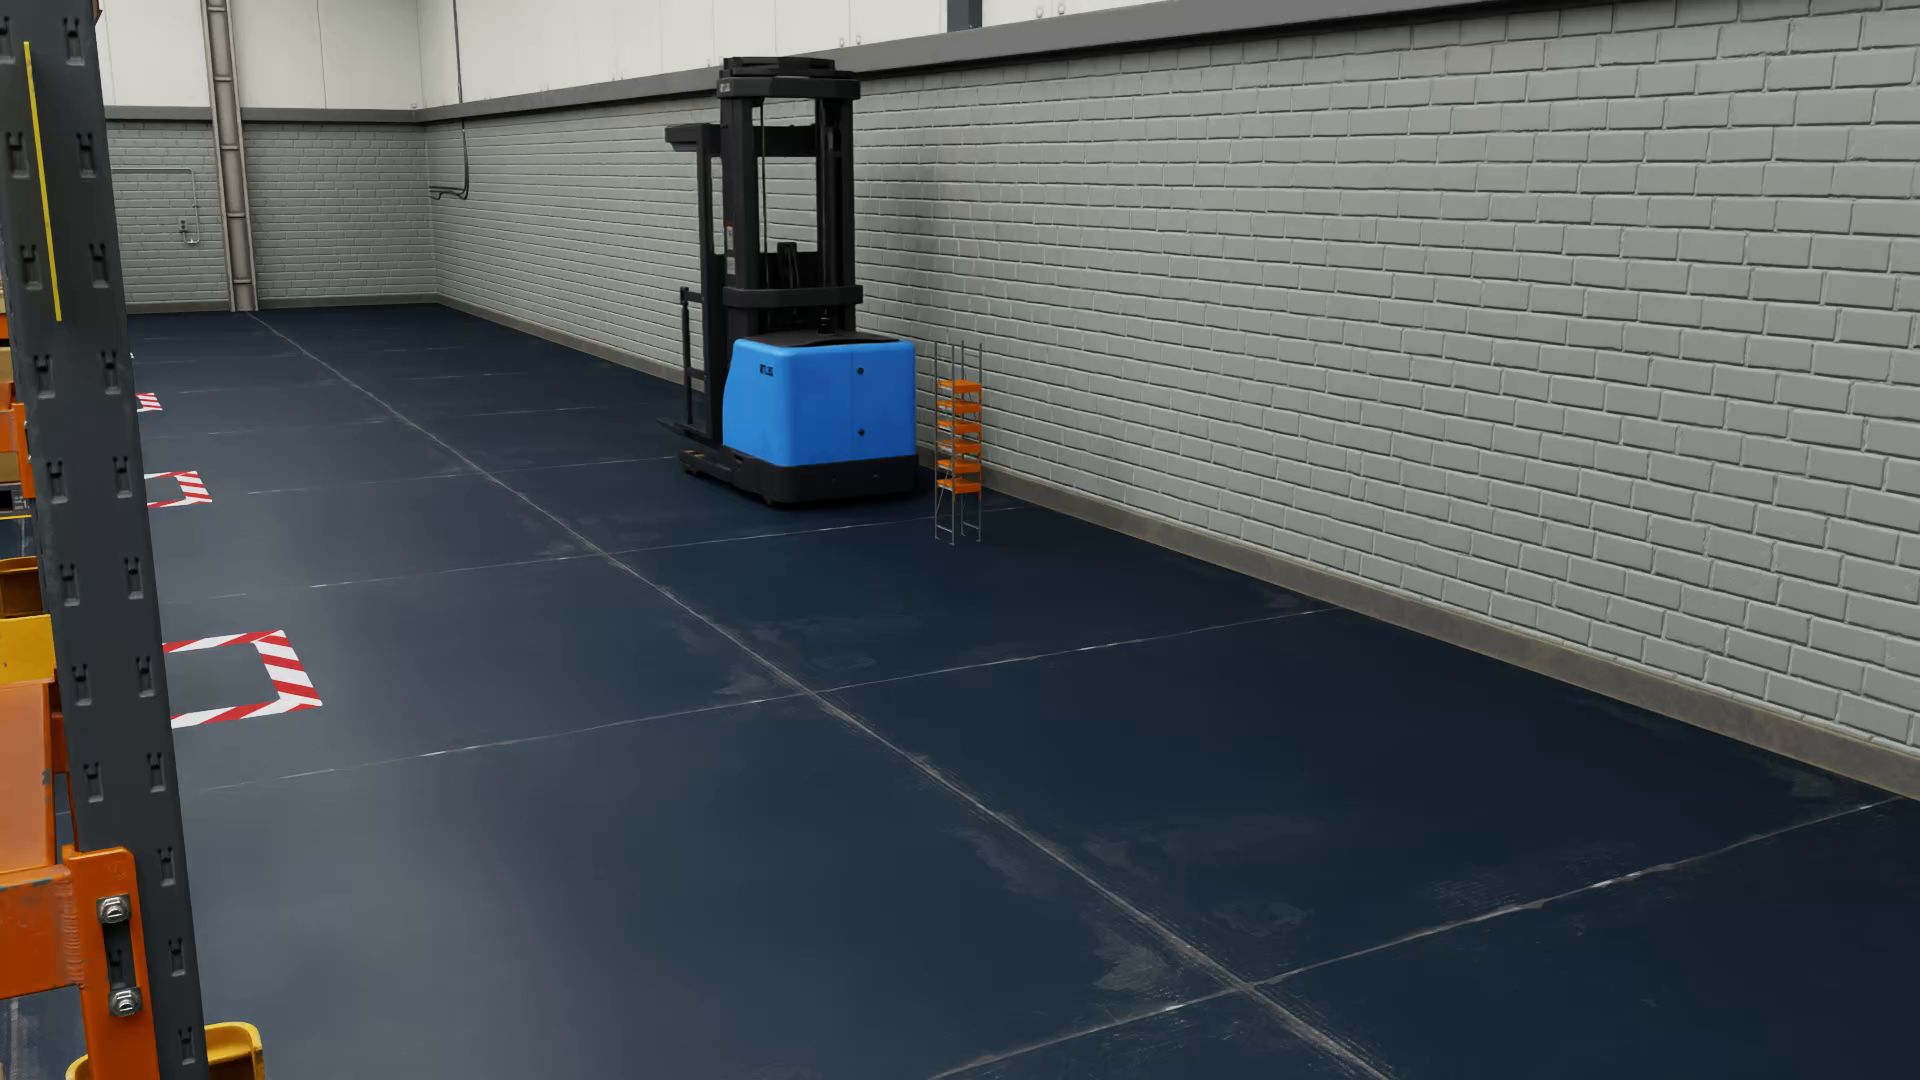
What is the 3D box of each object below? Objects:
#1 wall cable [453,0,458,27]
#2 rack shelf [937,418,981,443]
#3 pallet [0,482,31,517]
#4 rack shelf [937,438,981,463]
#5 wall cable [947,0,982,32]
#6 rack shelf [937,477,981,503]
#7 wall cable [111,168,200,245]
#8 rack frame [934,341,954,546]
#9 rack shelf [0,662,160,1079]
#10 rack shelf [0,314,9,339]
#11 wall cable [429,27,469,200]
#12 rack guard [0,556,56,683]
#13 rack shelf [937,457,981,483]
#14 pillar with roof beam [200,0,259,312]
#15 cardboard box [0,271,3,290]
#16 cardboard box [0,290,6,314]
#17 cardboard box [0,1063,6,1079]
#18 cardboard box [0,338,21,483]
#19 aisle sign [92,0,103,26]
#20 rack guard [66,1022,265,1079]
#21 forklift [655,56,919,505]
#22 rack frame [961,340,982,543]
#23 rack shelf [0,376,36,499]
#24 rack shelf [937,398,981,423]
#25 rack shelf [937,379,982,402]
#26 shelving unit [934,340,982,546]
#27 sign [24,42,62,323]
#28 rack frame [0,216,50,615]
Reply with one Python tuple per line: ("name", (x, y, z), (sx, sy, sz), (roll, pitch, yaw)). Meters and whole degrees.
("wall cable", (-6.794, -8.510, 22.995), (0.112, 2.526, 3.097), (-7, 14, -28))
("rack shelf", (-0.013, -0.658, 9.954), (0.180, 0.103, 0.258), (-7, 14, -28))
("pallet", (-6.770, -0.306, 10.987), (1.213, 0.211, 1.003), (-7, 14, -28))
("rack shelf", (-0.013, -0.540, 9.980), (0.180, 0.103, 0.258), (-7, 14, -28))
("wall cable", (0.509, -6.192, 9.801), (0.120, 5.999, 2.277), (-7, 14, -28))
("rack shelf", (-0.013, -0.306, 10.033), (0.180, 0.103, 0.258), (-7, 14, -28))
("wall cable", (-12.555, -5.442, 25.143), (1.851, 1.984, 0.084), (-7, 14, -28))
("rack frame", (-0.093, -0.574, 9.928), (0.006, 1.200, 0.240), (-7, 14, -28))
("rack shelf", (-3.113, 0.706, 1.780), (4.000, 0.370, 1.077), (-7, 14, -28))
("rack shelf", (-7.861, -1.204, 10.266), (4.000, 0.370, 1.077), (-7, 14, -28))
("wall cable", (-8.090, -6.567, 25.867), (0.112, 2.526, 3.097), (-7, 14, -28))
("rack guard", (-3.884, 0.429, 7.066), (0.348, 0.500, 1.175), (-7, 14, -28))
("rack shelf", (-0.013, -0.423, 10.007), (0.180, 0.103, 0.258), (-7, 14, -28))
("pillar with roof beam", (-9.207, -7.177, 21.504), (0.400, 9.000, 9.100), (-7, 14, -28))
("cardboard box", (-6.404, -1.735, 10.652), (0.500, 0.250, 0.500), (-7, 15, -29))
("cardboard box", (-6.260, -1.542, 10.701), (0.250, 0.149, 0.380), (-7, 14, -27))
("cardboard box", (-1.888, 1.278, 2.476), (0.875, 0.438, 0.875), (-7, 15, -30))
("cardboard box", (-6.629, -0.851, 10.941), (0.875, 0.875, 0.875), (-7, 14, -28))
("aisle sign", (-1.145, -1.072, 2.118), (0.004, 0.787, 0.394), (-7, 14, -28))
("rack guard", (-1.336, 1.361, 2.921), (0.348, 0.500, 1.175), (-7, 14, -28))
("forklift", (-1.438, -1.939, 12.049), (1.130, 2.935, 3.031), (-7, 14, -28))
("rack frame", (0.068, -0.593, 10.013), (0.006, 1.200, 0.240), (-7, 14, -28))
("rack shelf", (-5.573, -0.237, 5.971), (4.000, 0.370, 1.077), (-7, 14, -28))
("rack shelf", (-0.013, -0.775, 9.928), (0.180, 0.103, 0.258), (-7, 14, -28))
("rack shelf", (-0.013, -0.892, 9.901), (0.180, 0.103, 0.258), (-7, 14, -28))
("shelving unit", (-0.013, -0.584, 9.971), (0.189, 1.200, 0.258), (-7, 14, -28))
("sign", (-1.109, -0.430, 2.011), (0.005, 0.325, 0.100), (-7, 14, -28))
("rack frame", (-3.818, -0.799, 6.827), (0.127, 3.000, 1.000), (-7, 14, -28))
